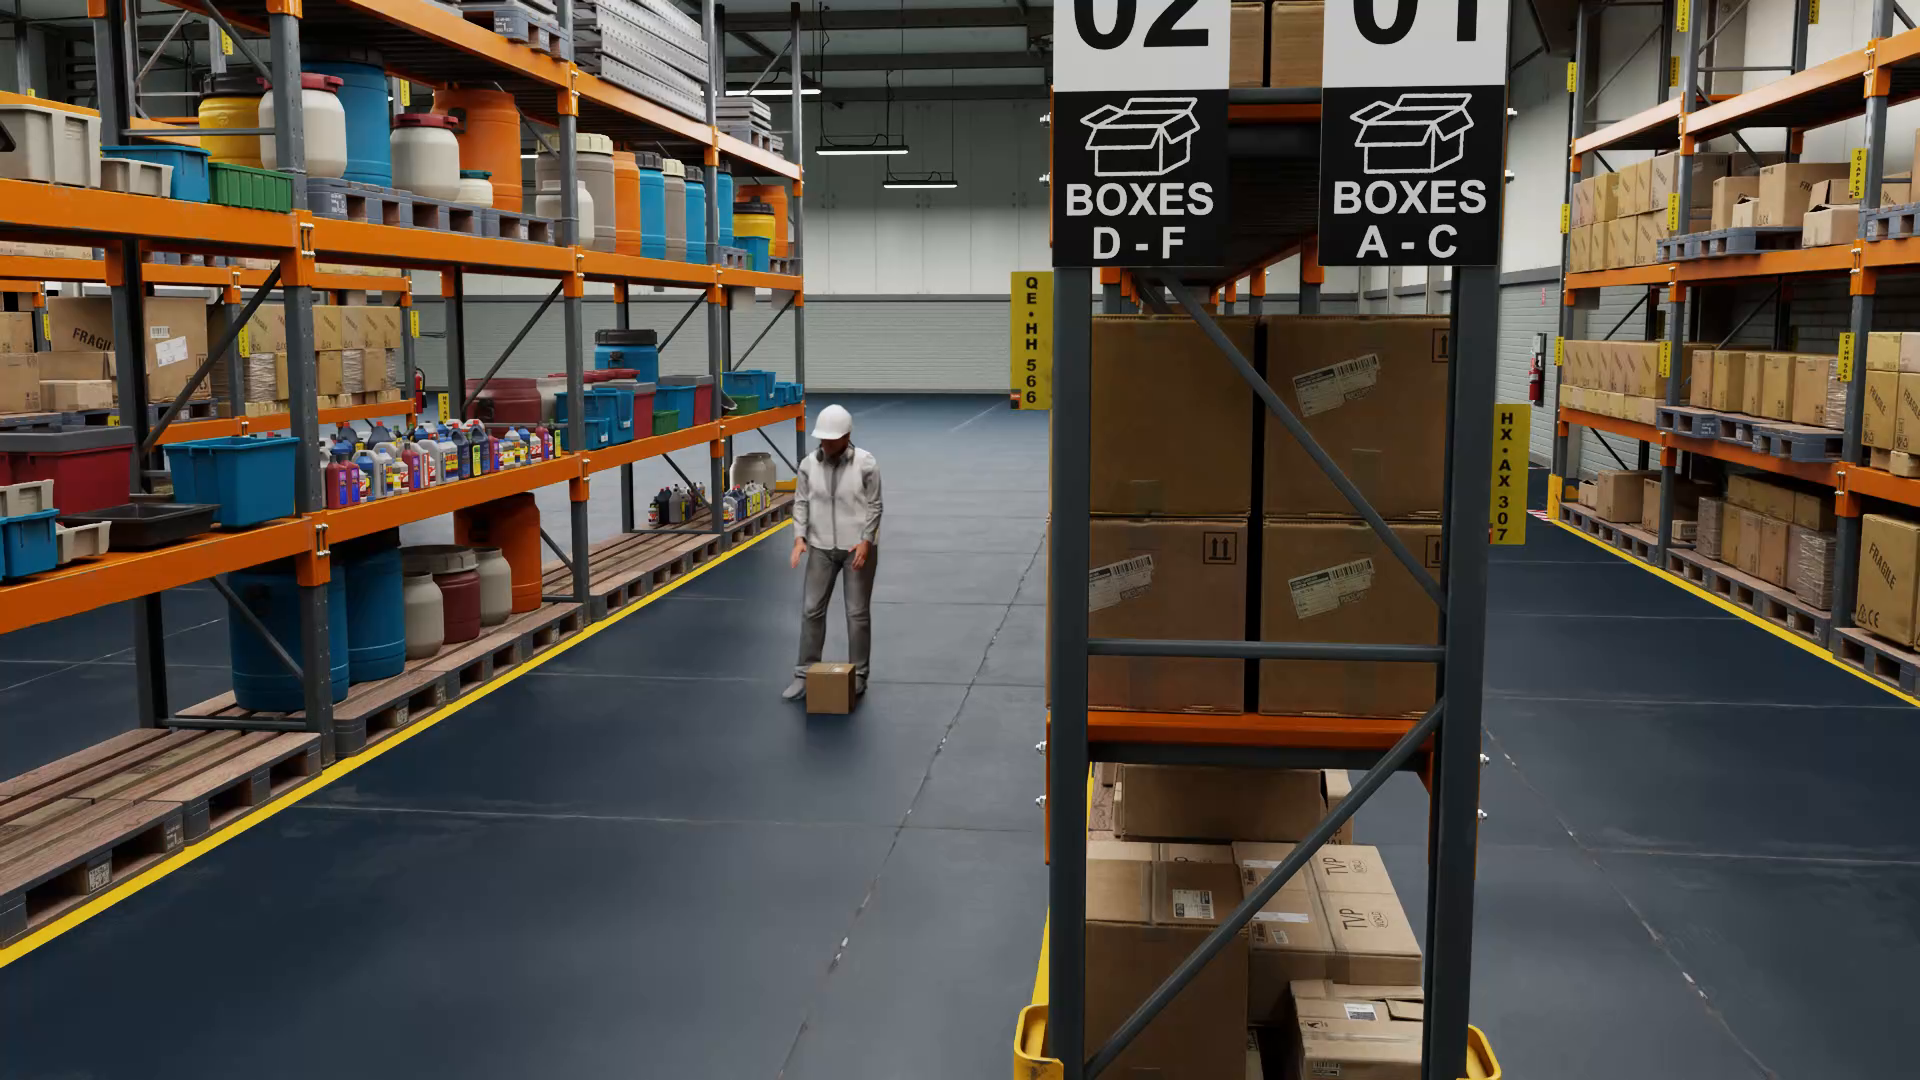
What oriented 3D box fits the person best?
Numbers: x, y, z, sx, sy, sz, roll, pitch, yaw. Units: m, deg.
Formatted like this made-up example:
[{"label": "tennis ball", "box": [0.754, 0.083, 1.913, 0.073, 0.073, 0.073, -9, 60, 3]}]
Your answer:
[{"label": "person", "box": [-0.764, 0.067, 10.137, 0.582, 1.783, 0.540, 1, 8, 11]}]
